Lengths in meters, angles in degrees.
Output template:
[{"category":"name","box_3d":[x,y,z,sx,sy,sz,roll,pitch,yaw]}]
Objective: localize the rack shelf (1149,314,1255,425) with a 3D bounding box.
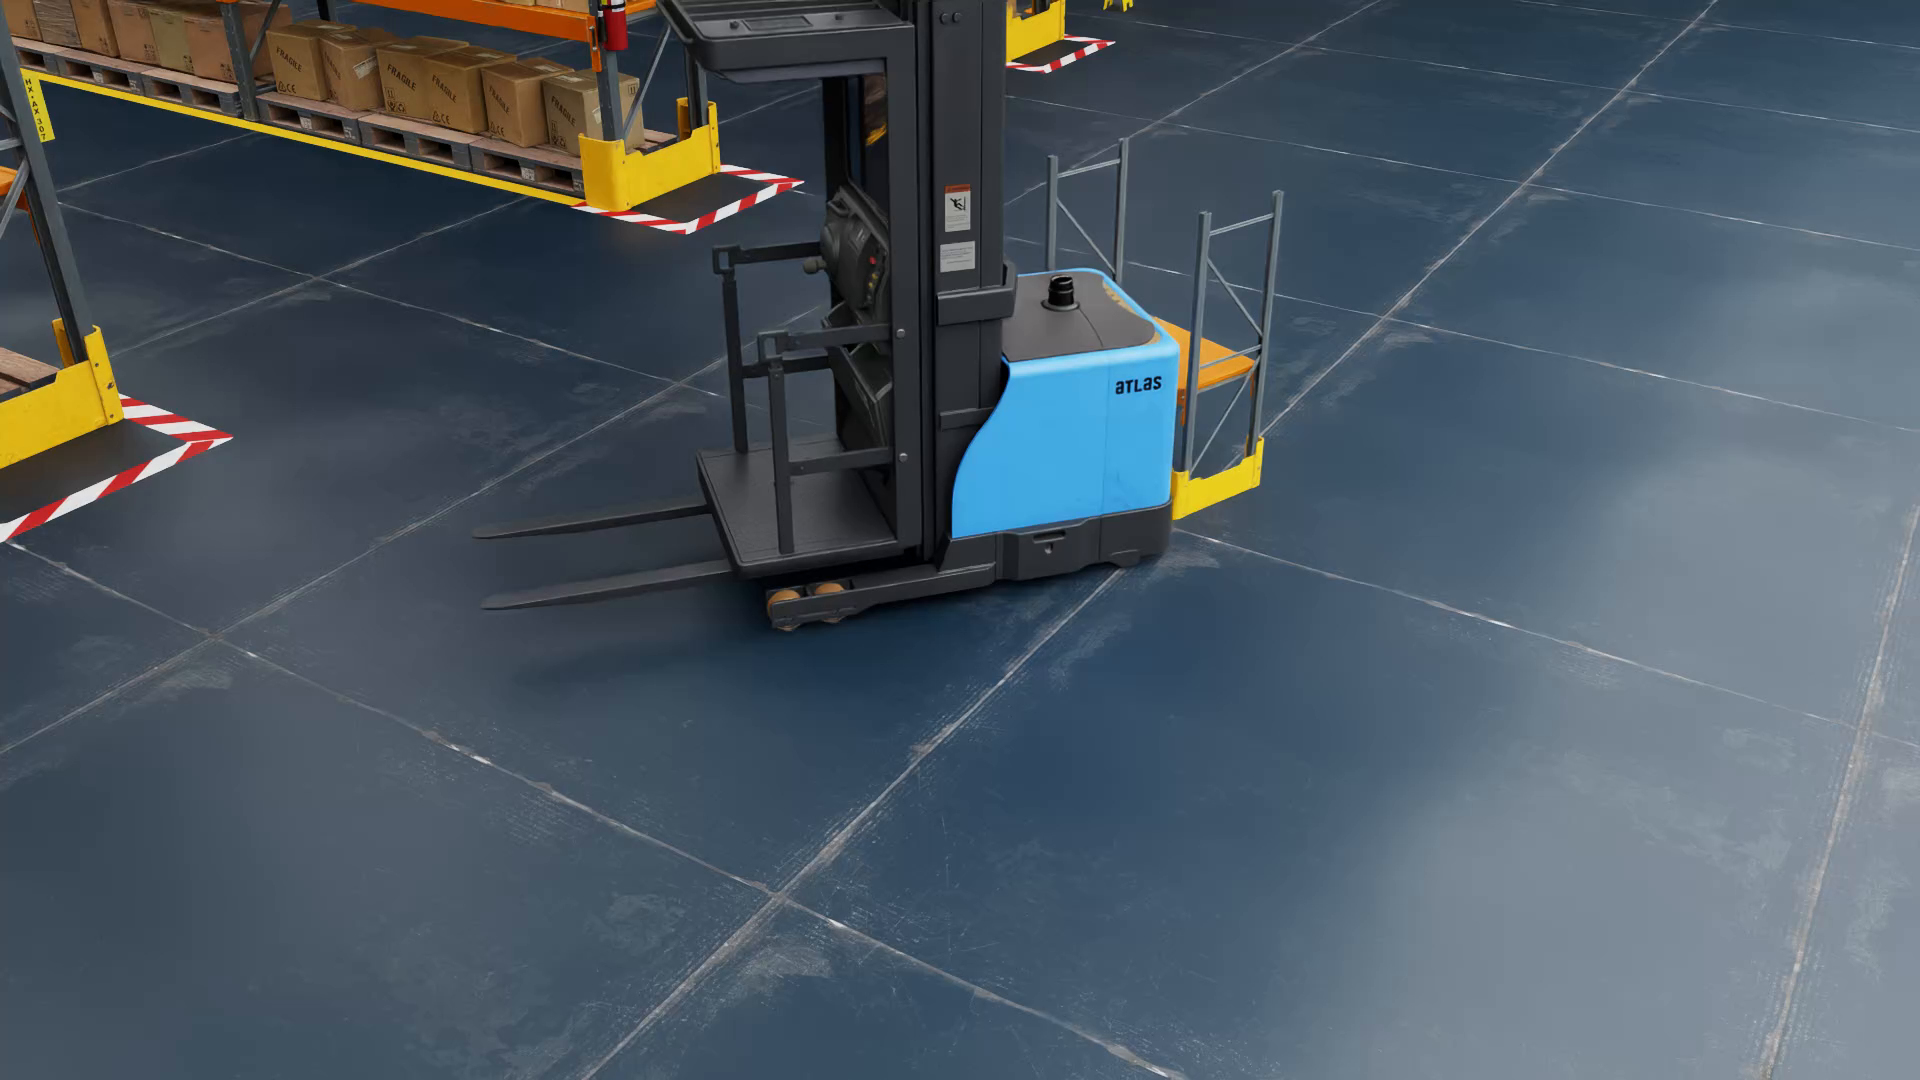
[{"category":"rack shelf","box_3d":[0.932,-0.888,8.140,0.538,0.185,1.000,-21,36,-32]}]

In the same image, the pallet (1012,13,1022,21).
[{"category":"pallet","box_3d":[-0.165,-4.932,15.994,1.213,0.211,1.003,18,35,27]}]

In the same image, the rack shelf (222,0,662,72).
[{"category":"rack shelf","box_3d":[-3.862,-4.091,12.499,4.000,0.370,1.077,18,35,27]}]

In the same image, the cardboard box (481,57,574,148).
[{"category":"cardboard box","box_3d":[-3.213,-3.287,12.472,0.500,0.500,0.500,-25,38,-36]}]

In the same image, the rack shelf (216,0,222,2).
[{"category":"rack shelf","box_3d":[-7.250,-5.162,14.336,4.000,0.370,1.077,18,35,27]}]

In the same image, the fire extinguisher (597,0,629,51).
[{"category":"fire extinguisher","box_3d":[-2.316,-3.605,11.029,0.183,0.674,0.296,18,35,27]}]

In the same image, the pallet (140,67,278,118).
[{"category":"pallet","box_3d":[-6.216,-3.941,14.296,1.213,0.211,1.003,18,35,27]}]

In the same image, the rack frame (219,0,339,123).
[{"category":"rack frame","box_3d":[-5.556,-4.937,13.236,0.127,3.000,1.000,18,35,27]}]

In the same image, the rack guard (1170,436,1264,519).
[{"category":"rack guard","box_3d":[1.232,-0.308,8.031,0.587,0.250,0.087,-21,36,-32]}]

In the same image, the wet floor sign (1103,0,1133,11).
[{"category":"wet floor sign","box_3d":[1.631,-5.776,17.010,0.232,0.644,0.267,12,32,19]}]

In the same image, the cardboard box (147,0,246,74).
[{"category":"cardboard box","box_3d":[-6.459,-4.357,14.286,0.500,0.500,0.700,17,34,27]}]

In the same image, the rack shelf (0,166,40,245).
[{"category":"rack shelf","box_3d":[-6.495,-1.977,8.876,4.000,0.370,1.077,18,35,27]}]

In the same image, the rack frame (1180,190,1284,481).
[{"category":"rack frame","box_3d":[1.244,-0.841,7.703,0.500,1.500,0.032,-21,36,-32]}]

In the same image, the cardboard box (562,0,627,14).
[{"category":"cardboard box","box_3d":[-2.519,-3.746,11.443,0.250,0.149,0.380,18,35,27]}]

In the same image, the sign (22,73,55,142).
[{"category":"sign","box_3d":[-4.505,-2.105,8.107,0.005,0.325,0.100,18,35,27]}]

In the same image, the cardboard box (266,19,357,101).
[{"category":"cardboard box","box_3d":[-5.239,-3.915,13.548,0.500,0.500,0.500,16,34,26]}]

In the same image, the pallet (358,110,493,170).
[{"category":"pallet","box_3d":[-3.931,-3.242,13.097,1.213,0.211,1.003,18,35,27]}]

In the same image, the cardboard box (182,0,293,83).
[{"category":"cardboard box","box_3d":[-6.065,-4.221,14.053,0.500,0.500,0.700,15,33,24]}]

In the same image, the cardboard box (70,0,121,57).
[{"category":"cardboard box","box_3d":[-7.406,-4.656,14.799,0.500,0.500,0.700,21,36,31]}]

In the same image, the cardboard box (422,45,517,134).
[{"category":"cardboard box","box_3d":[-3.733,-3.463,12.773,0.500,0.500,0.500,21,36,32]}]

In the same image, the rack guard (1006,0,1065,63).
[{"category":"rack guard","box_3d":[0.574,-4.869,15.601,0.348,0.500,1.175,18,35,27]}]

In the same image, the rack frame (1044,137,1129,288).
[{"category":"rack frame","box_3d":[0.621,-1.245,8.396,0.500,1.500,0.032,-21,36,-32]}]

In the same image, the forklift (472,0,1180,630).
[{"category":"forklift","box_3d":[-0.620,-1.181,6.865,3.031,2.935,1.130,-9,31,-15]}]

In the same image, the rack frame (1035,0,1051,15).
[{"category":"rack frame","box_3d":[0.554,-5.956,14.982,0.127,3.000,1.000,18,35,27]}]

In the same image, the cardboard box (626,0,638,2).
[{"category":"cardboard box","box_3d":[-2.283,-3.935,11.768,0.250,0.149,0.380,18,35,27]}]

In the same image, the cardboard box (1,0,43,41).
[{"category":"cardboard box","box_3d":[-8.366,-4.948,15.299,0.500,0.500,0.700,16,34,25]}]

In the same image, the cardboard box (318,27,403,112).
[{"category":"cardboard box","box_3d":[-4.750,-3.765,13.290,0.500,0.500,0.500,-23,37,-33]}]

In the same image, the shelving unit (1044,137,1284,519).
[{"category":"shelving unit","box_3d":[0.927,-1.047,8.056,0.587,1.500,1.083,-21,36,-32]}]

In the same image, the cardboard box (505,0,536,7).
[{"category":"cardboard box","box_3d":[-2.970,-3.858,11.635,0.250,0.149,0.380,18,35,27]}]

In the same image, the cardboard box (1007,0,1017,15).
[{"category":"cardboard box","box_3d":[-0.055,-5.373,15.674,0.875,0.875,0.875,18,35,28]}]

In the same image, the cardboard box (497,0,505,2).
[{"category":"cardboard box","box_3d":[-3.174,-3.931,11.761,0.250,0.149,0.380,18,35,27]}]

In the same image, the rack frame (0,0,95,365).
[{"category":"rack frame","box_3d":[-4.801,-1.752,7.776,0.127,3.000,1.000,18,35,27]}]

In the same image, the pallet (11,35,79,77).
[{"category":"pallet","box_3d":[-8.283,-4.594,15.416,1.213,0.211,1.003,18,35,27]}]

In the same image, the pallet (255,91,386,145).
[{"category":"pallet","box_3d":[-4.969,-3.568,13.657,1.213,0.211,1.003,18,35,27]}]

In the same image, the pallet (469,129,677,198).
[{"category":"pallet","box_3d":[-2.902,-2.914,12.536,1.213,0.211,1.003,18,35,27]}]

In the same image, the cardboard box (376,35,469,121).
[{"category":"cardboard box","box_3d":[-4.182,-3.632,13.062,0.500,0.500,0.500,14,33,23]}]

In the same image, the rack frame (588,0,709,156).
[{"category":"rack frame","box_3d":[-2.168,-3.866,11.400,0.127,3.000,1.000,18,35,27]}]

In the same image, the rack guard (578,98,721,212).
[{"category":"rack guard","box_3d":[-2.233,-2.806,12.064,0.348,0.500,1.175,18,35,27]}]

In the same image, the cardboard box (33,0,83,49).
[{"category":"cardboard box","box_3d":[-7.889,-4.805,15.054,0.500,0.500,0.700,15,33,23]}]

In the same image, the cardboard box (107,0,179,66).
[{"category":"cardboard box","box_3d":[-6.933,-4.507,14.543,0.500,0.500,0.700,14,33,23]}]

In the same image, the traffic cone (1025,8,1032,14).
[{"category":"traffic cone","box_3d":[0.859,-5.608,16.904,0.334,0.463,0.336,18,35,27]}]

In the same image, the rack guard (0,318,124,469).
[{"category":"rack guard","box_3d":[-4.891,-0.672,8.406,0.348,0.500,1.175,18,35,27]}]

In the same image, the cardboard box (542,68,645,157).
[{"category":"cardboard box","box_3d":[-2.688,-3.142,12.223,0.500,0.500,0.500,25,39,36]}]

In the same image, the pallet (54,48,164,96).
[{"category":"pallet","box_3d":[-7.254,-4.267,14.855,1.213,0.211,1.003,18,35,27]}]

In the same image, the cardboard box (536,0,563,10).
[{"category":"cardboard box","box_3d":[-2.731,-3.813,11.558,0.250,0.149,0.380,18,35,27]}]

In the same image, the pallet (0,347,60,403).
[{"category":"pallet","box_3d":[-5.576,-0.768,8.856,1.213,0.211,1.003,18,35,27]}]
